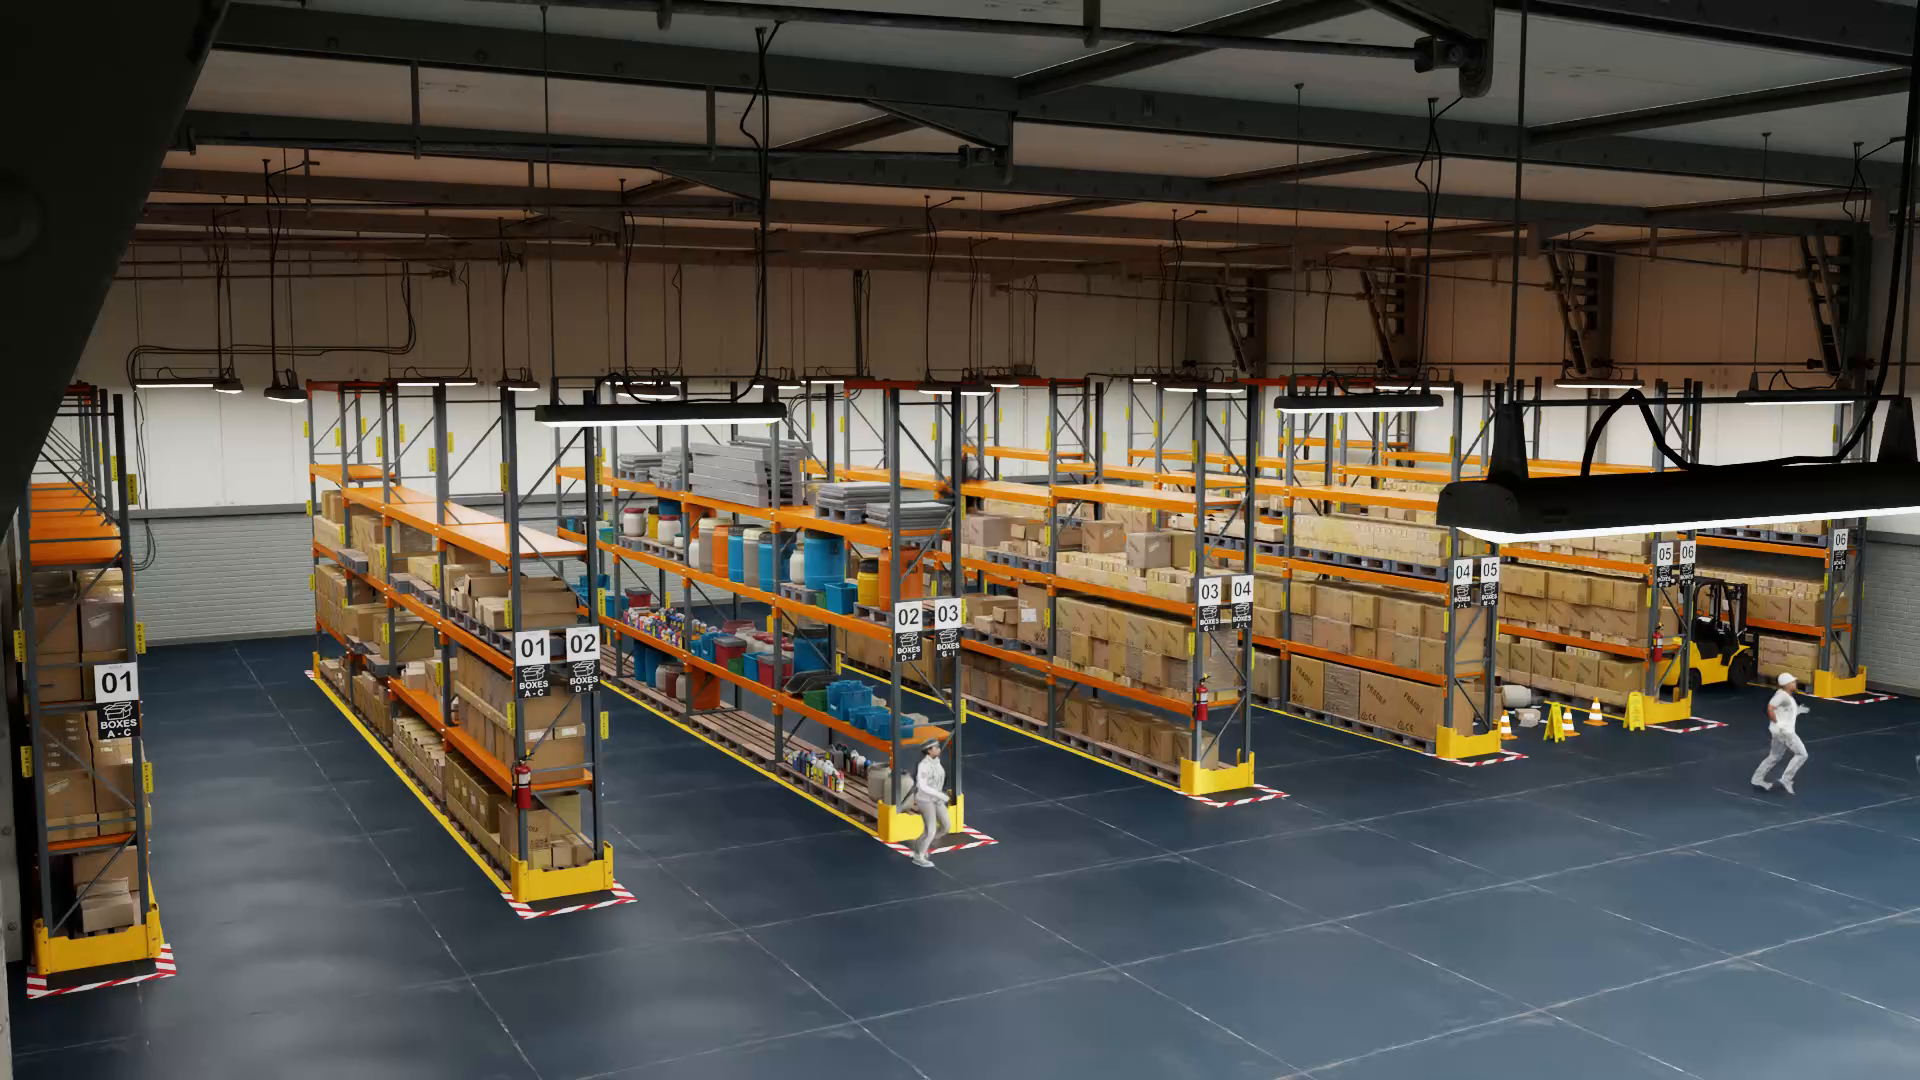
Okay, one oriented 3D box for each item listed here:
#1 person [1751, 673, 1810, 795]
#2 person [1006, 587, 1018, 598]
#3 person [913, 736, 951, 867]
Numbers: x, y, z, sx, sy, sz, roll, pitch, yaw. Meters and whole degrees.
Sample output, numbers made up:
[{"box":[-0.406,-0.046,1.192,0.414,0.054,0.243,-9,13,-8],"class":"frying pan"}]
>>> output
[{"box":[12.135,2.855,24.569,0.752,1.802,0.660,2,6,17],"class":"person"},{"box":[1.406,1.033,41.908,0.642,1.655,0.649,3,7,27],"class":"person"},{"box":[-0.323,3.282,20.962,0.518,1.655,0.658,3,7,23],"class":"person"}]
